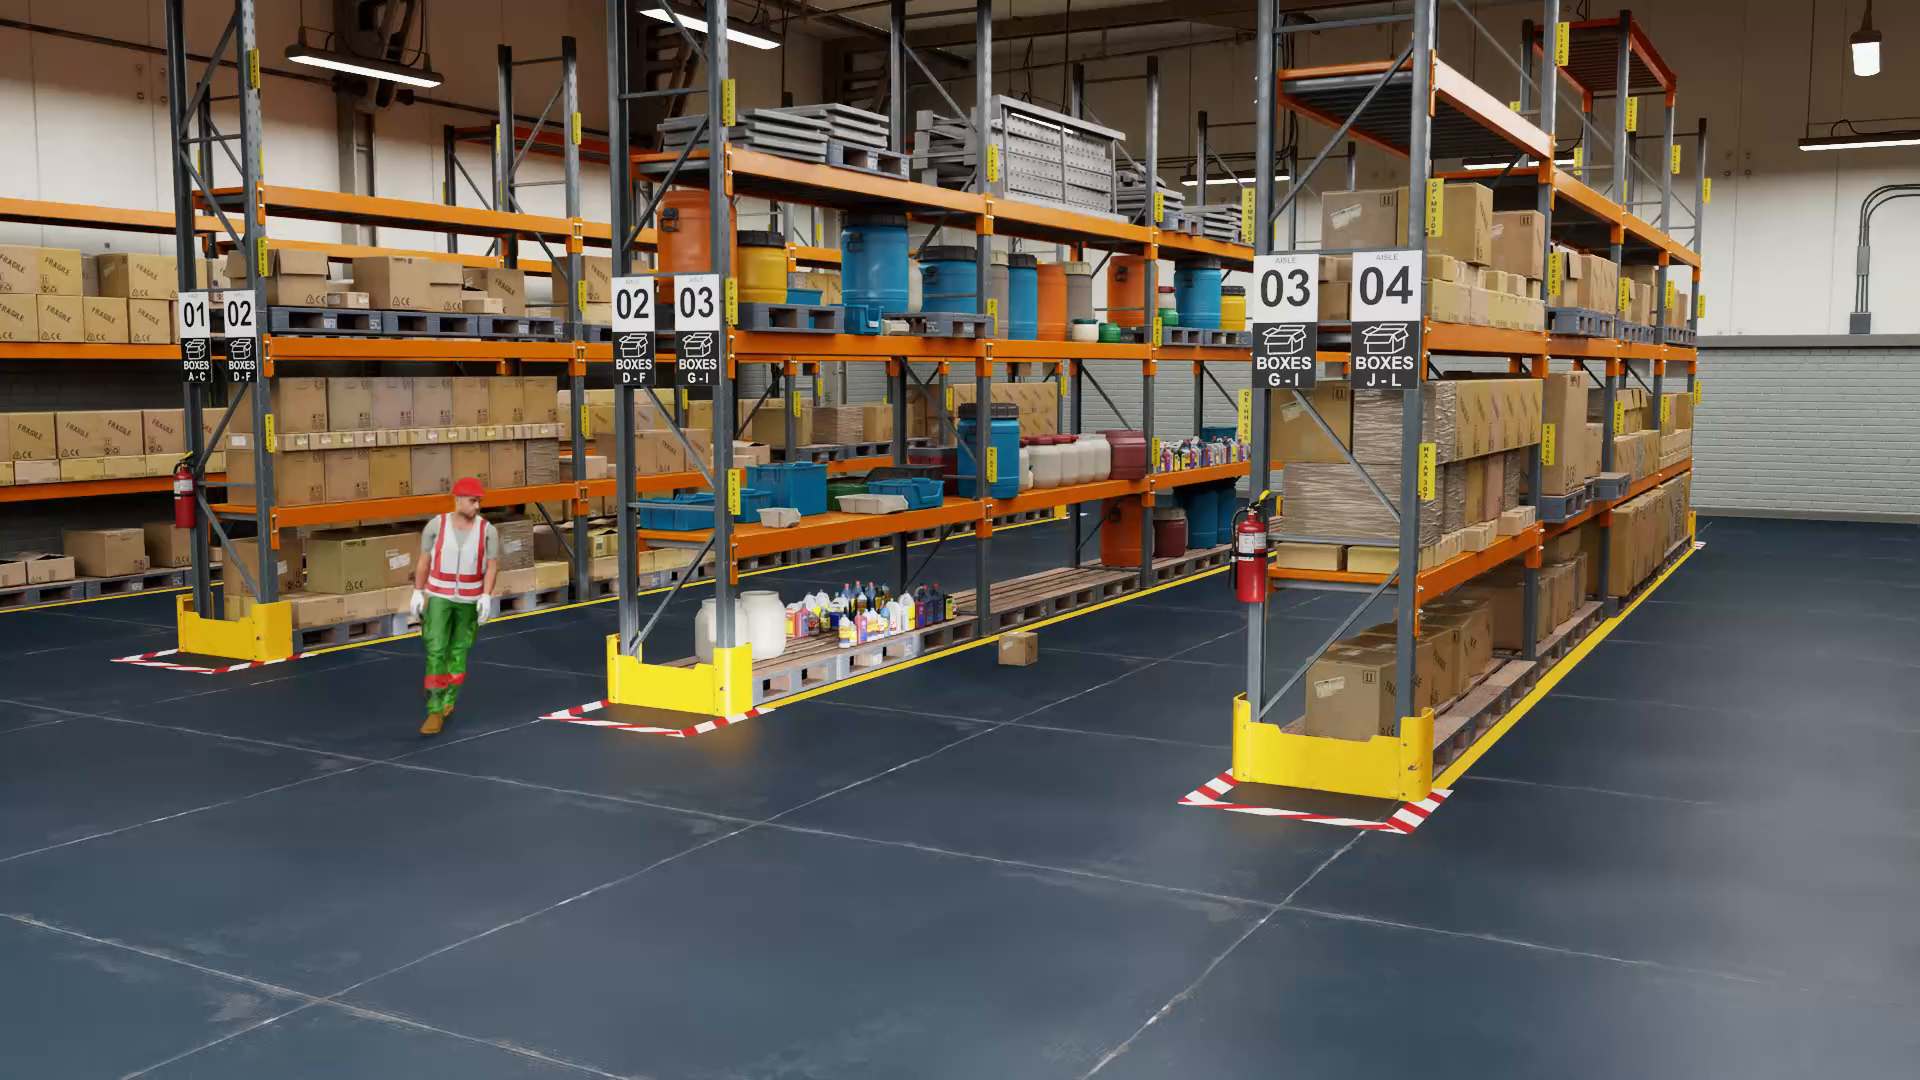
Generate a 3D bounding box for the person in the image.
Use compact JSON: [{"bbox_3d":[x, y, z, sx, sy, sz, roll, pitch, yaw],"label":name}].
[{"bbox_3d":[-3.542,0.429,11.710,0.615,1.736,0.897,-2,6,-21],"label":"person"}]
